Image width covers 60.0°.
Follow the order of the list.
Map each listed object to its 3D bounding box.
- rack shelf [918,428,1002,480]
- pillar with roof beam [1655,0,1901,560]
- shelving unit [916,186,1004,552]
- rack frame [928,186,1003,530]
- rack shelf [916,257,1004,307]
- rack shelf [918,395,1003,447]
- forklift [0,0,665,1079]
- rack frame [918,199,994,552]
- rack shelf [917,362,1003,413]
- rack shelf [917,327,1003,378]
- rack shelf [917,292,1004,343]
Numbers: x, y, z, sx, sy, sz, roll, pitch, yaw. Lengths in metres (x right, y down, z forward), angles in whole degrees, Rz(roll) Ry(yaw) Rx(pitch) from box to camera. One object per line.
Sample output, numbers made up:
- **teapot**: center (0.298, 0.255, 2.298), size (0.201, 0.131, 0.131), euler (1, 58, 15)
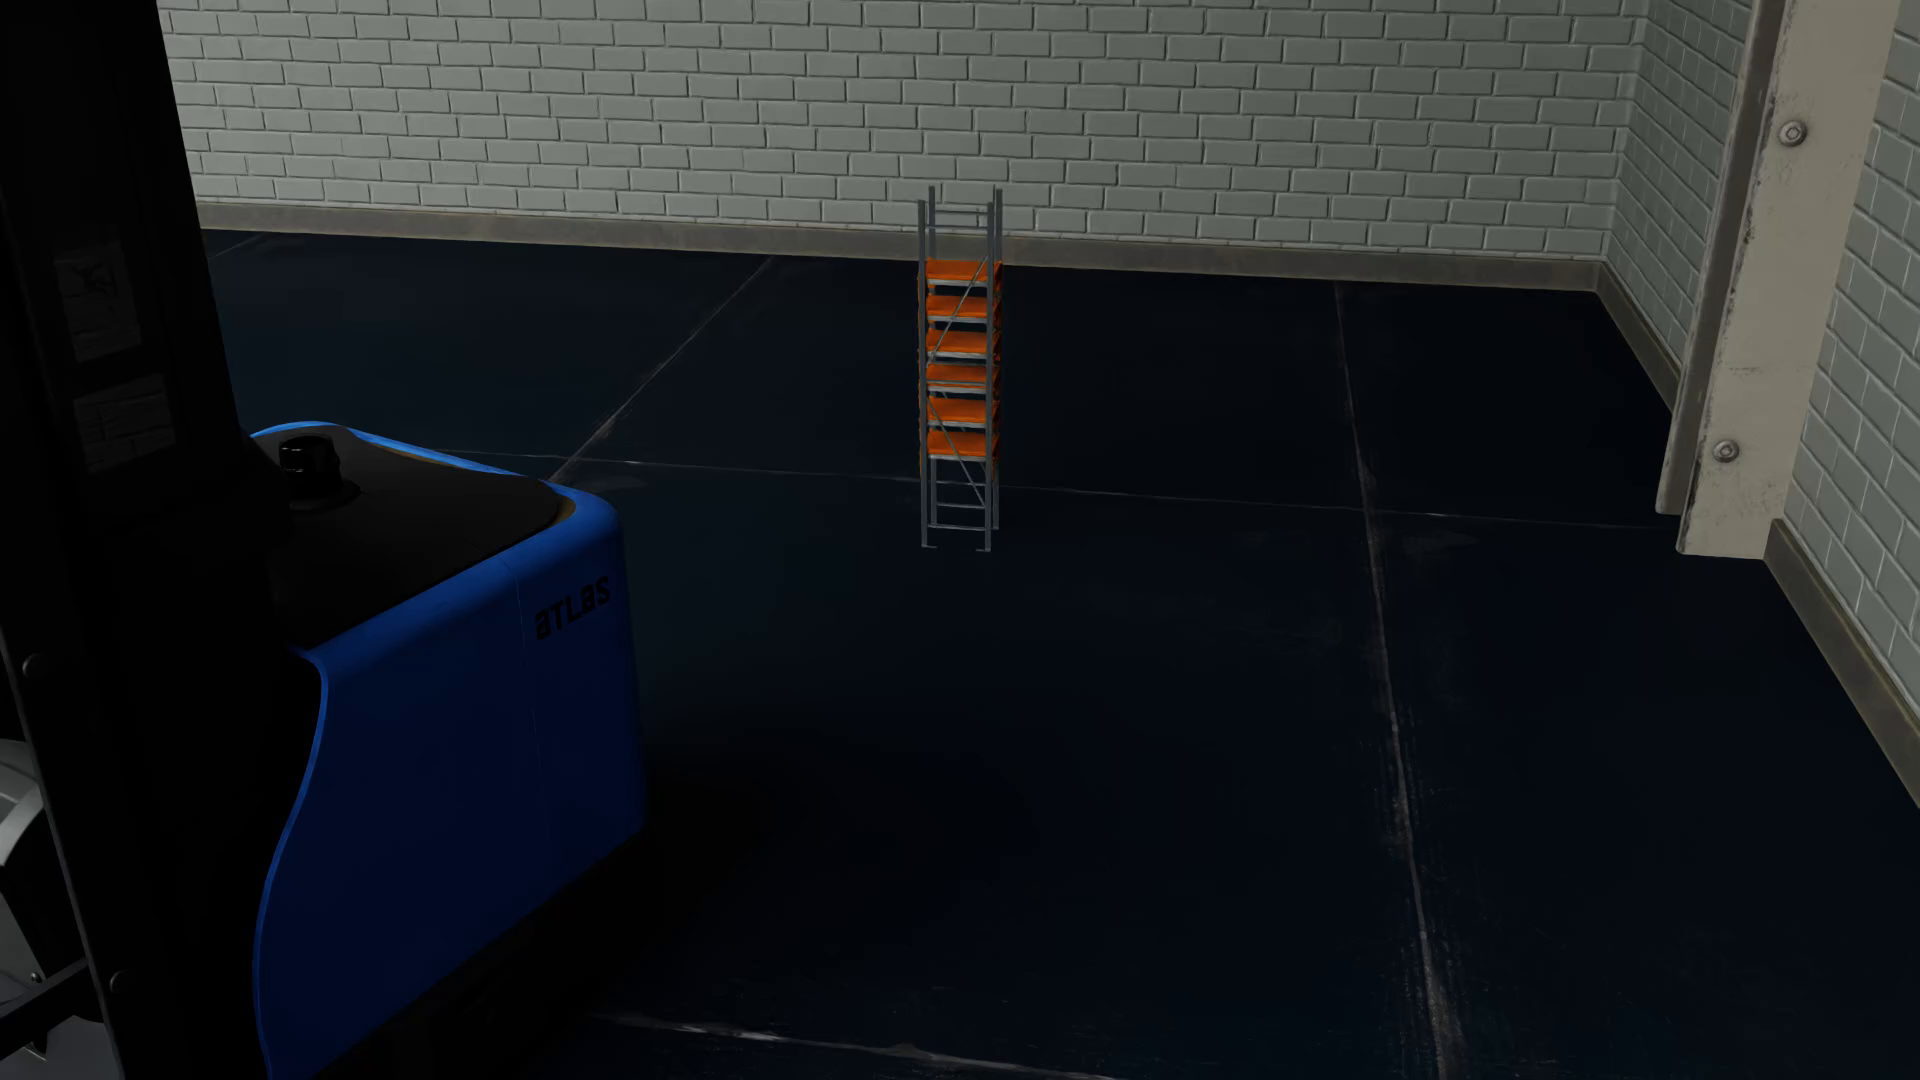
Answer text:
- **rack shelf**: center (0.002, -0.292, 5.629), size (0.258, 0.103, 0.180), euler (4, 25, 9)
- **pillar with roof beam**: center (-1.620, -4.399, 4.534), size (9.100, 9.000, 0.400), euler (4, 25, 9)
- **shelving unit**: center (0.002, -0.549, 5.509), size (0.258, 1.200, 0.189), euler (4, 25, 9)
- **rack frame**: center (0.017, -0.588, 5.590), size (0.240, 1.200, 0.006), euler (4, 25, 9)
- **rack shelf**: center (0.002, -0.835, 5.375), size (0.258, 0.103, 0.180), euler (4, 25, 9)
- **rack shelf**: center (0.002, -0.401, 5.578), size (0.258, 0.103, 0.180), euler (4, 25, 9)
- **forklift**: center (-1.864, -0.007, 2.307), size (1.130, 2.935, 3.031), euler (14, 29, 28)
- **rack frame**: center (-0.013, -0.511, 5.427), size (0.240, 1.200, 0.006), euler (4, 25, 9)
- **rack shelf**: center (0.002, -0.509, 5.527), size (0.258, 0.103, 0.180), euler (4, 25, 9)
- **rack shelf**: center (0.002, -0.618, 5.477), size (0.258, 0.103, 0.180), euler (4, 25, 9)
- **rack shelf**: center (0.002, -0.727, 5.426), size (0.258, 0.103, 0.180), euler (4, 25, 9)
